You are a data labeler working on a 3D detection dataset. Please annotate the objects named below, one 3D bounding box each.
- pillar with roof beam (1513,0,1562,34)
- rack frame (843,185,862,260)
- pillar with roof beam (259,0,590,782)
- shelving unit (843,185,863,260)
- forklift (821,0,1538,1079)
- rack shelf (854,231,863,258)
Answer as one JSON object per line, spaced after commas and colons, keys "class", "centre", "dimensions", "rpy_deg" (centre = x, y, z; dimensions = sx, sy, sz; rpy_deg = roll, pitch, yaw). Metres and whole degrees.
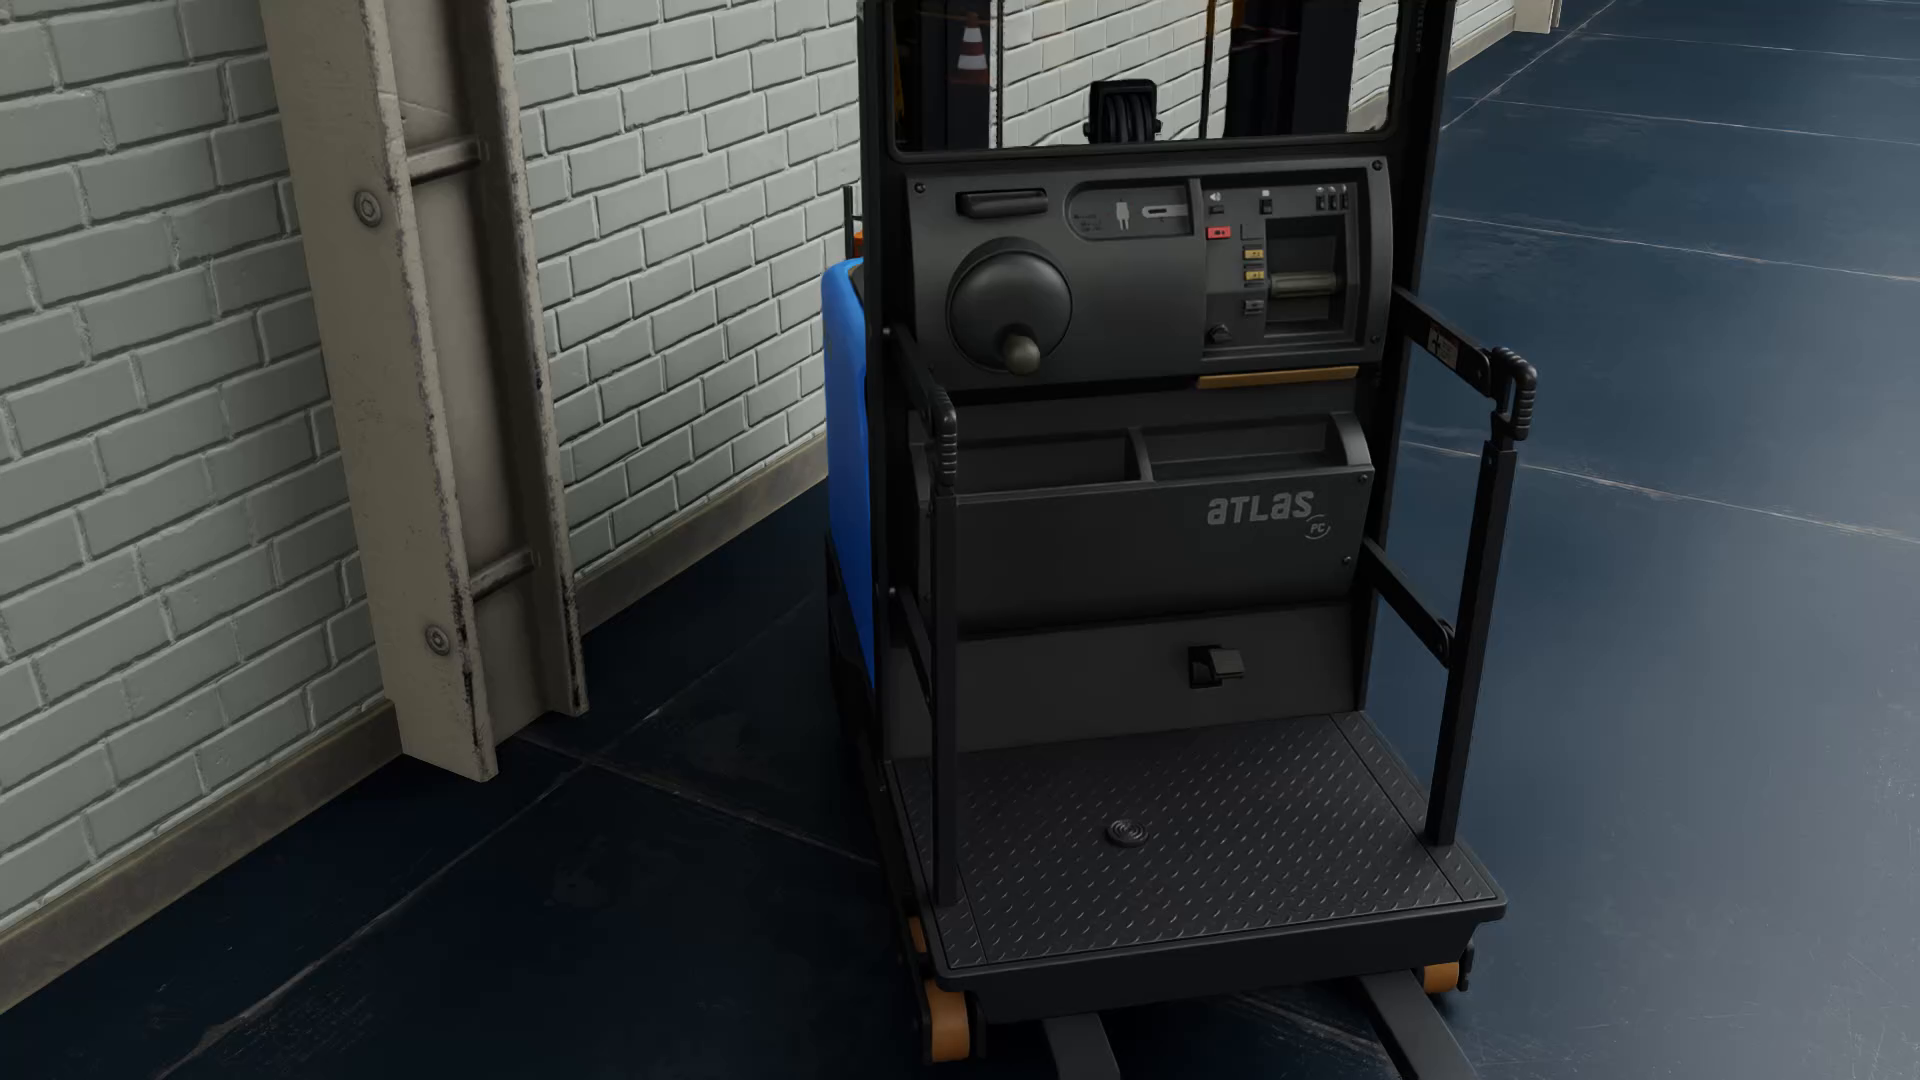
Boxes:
{"class": "pillar with roof beam", "centre": [8.451, -7.270, 9.719], "dimensions": [9.100, 9.000, 0.400], "rpy_deg": [14, 30, 26]}
{"class": "rack frame", "centre": [-0.206, -0.389, 4.687], "dimensions": [0.240, 1.200, 0.015], "rpy_deg": [15, 30, 27]}
{"class": "pillar with roof beam", "centre": [2.548, -2.593, 0.377], "dimensions": [9.100, 9.000, 0.400], "rpy_deg": [14, 30, 26]}
{"class": "shelving unit", "centre": [-0.084, -0.484, 4.875], "dimensions": [0.258, 1.200, 0.503], "rpy_deg": [15, 30, 27]}
{"class": "forklift", "centre": [0.407, -0.477, 2.929], "dimensions": [1.130, 2.935, 3.031], "rpy_deg": [-5, 27, -10]}
{"class": "rack shelf", "centre": [-0.084, -0.835, 4.700], "dimensions": [0.258, 0.148, 0.480], "rpy_deg": [15, 30, 27]}
